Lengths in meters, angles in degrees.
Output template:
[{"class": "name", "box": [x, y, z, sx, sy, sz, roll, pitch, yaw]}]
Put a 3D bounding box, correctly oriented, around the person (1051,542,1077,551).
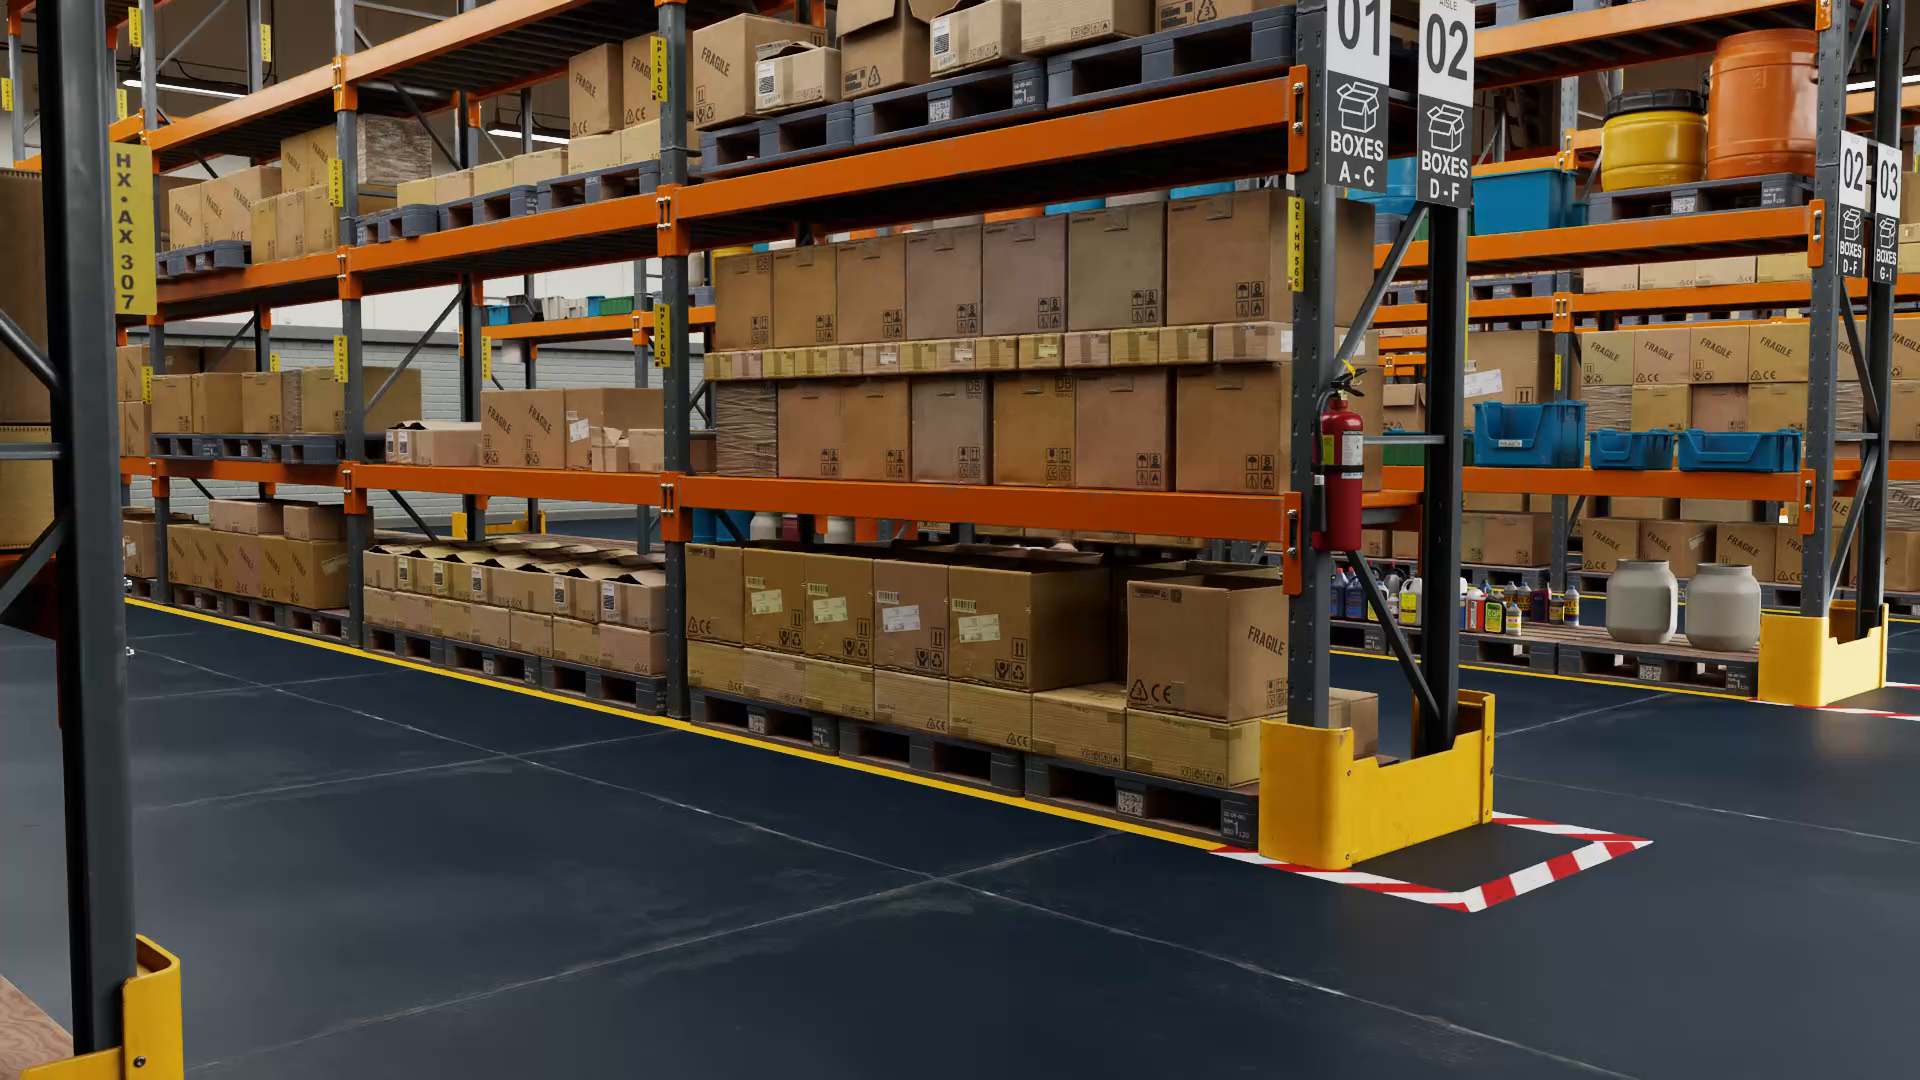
[{"class": "person", "box": [0.345, 0.452, 9.757, 0.606, 0.906, 0.907, -4, 5, -43]}]
